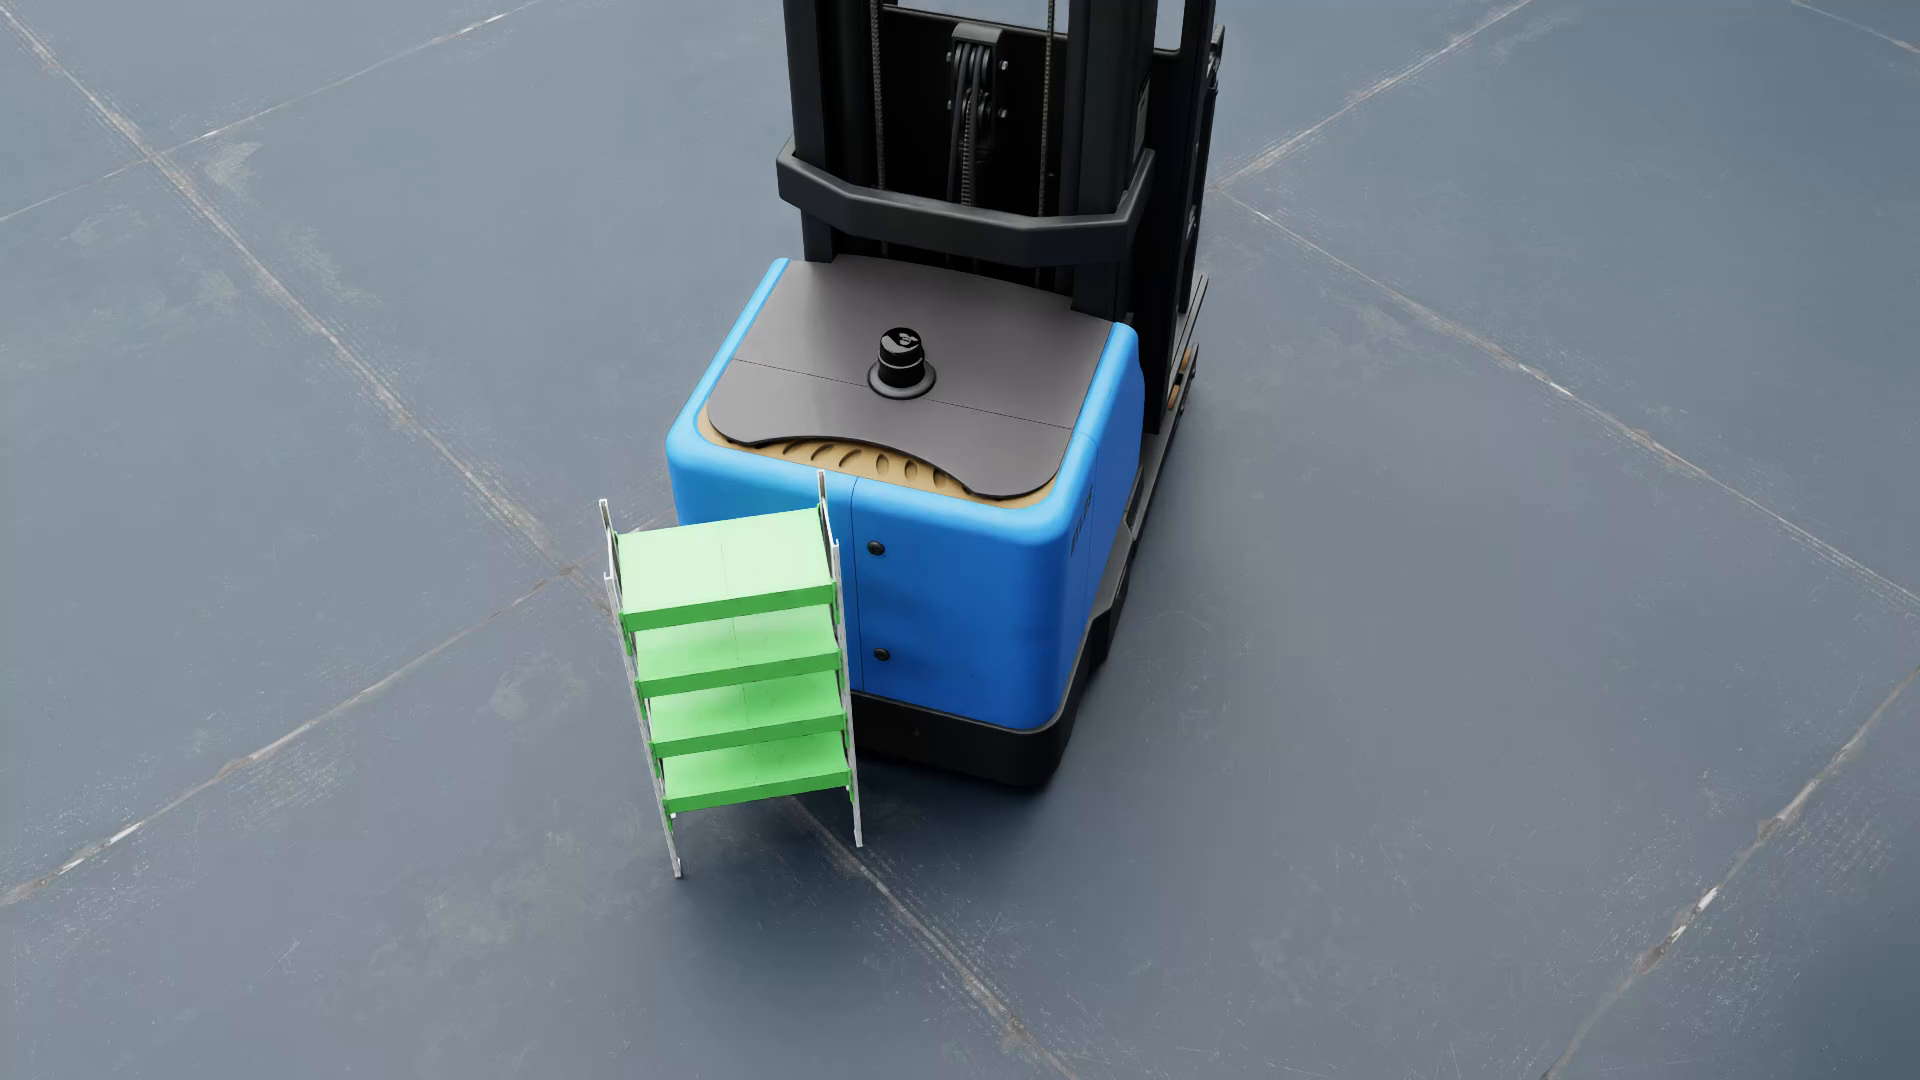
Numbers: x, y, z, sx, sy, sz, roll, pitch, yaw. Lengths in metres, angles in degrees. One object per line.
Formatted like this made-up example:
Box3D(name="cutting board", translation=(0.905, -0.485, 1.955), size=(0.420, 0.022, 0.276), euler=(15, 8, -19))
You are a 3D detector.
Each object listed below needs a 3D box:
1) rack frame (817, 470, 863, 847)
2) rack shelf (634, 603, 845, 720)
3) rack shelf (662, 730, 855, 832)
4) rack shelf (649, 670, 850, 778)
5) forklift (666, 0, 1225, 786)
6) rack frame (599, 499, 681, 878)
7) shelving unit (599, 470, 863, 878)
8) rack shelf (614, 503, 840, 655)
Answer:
Box3D(name="rack frame", translation=(-0.293, 0.335, 4.125), size=(0.015, 1.200, 0.240), euler=(-8, 48, -7))
Box3D(name="rack shelf", translation=(-0.533, 0.249, 3.964), size=(0.480, 0.148, 0.258), euler=(-8, 48, -7))
Box3D(name="rack shelf", translation=(-0.533, 0.575, 4.317), size=(0.480, 0.148, 0.258), euler=(-8, 48, -7))
Box3D(name="rack shelf", translation=(-0.533, 0.412, 4.140), size=(0.480, 0.148, 0.258), euler=(-8, 48, -7))
Box3D(name="forklift", translation=(0.182, -1.432, 4.577), size=(1.130, 2.935, 3.031), euler=(13, 49, 11))
Box3D(name="rack frame", translation=(-0.772, 0.403, 4.062), size=(0.015, 1.200, 0.240), euler=(-8, 48, -7))
Box3D(name="shelving unit", translation=(-0.533, 0.369, 4.093), size=(0.503, 1.200, 0.258), euler=(-8, 48, -7))
Box3D(name="rack shelf", translation=(-0.533, 0.087, 3.787), size=(0.480, 0.148, 0.258), euler=(-8, 48, -7))
